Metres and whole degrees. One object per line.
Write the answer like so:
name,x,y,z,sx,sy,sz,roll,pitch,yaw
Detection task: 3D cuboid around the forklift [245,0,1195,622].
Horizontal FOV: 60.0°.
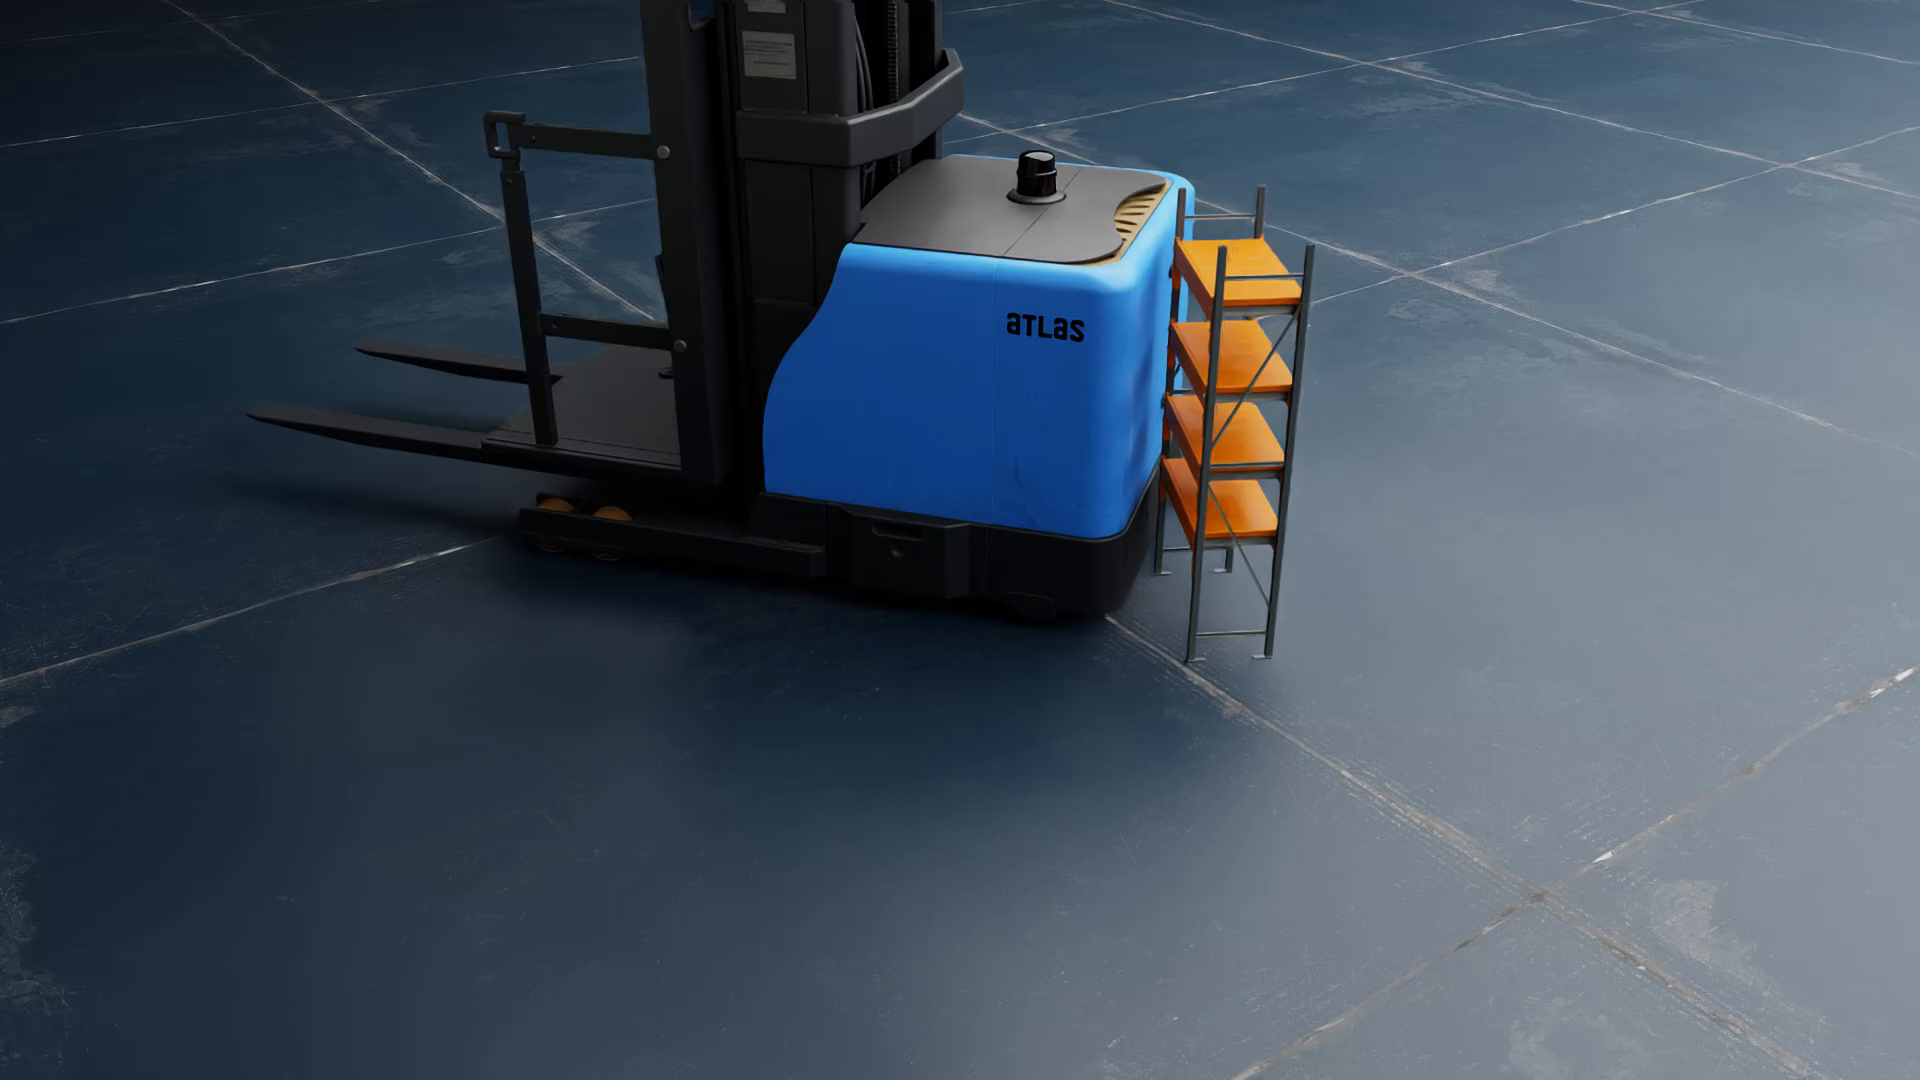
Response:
forklift,-0.849,-1.452,4.853,3.031,2.935,1.130,8,30,15

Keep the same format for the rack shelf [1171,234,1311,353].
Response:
rack shelf,0.730,-0.655,4.376,0.258,0.148,0.480,-2,29,-4

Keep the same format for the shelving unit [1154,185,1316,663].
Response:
shelving unit,0.730,-0.310,4.563,0.258,1.200,0.503,-2,29,-4

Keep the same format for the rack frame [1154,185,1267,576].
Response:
rack frame,0.709,-0.426,4.777,0.240,1.200,0.015,-2,29,-4

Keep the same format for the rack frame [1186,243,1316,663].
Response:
rack frame,0.750,-0.194,4.350,0.240,1.200,0.015,-2,29,-4

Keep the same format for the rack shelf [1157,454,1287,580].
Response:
rack shelf,0.730,-0.076,4.690,0.258,0.148,0.480,-2,29,-4

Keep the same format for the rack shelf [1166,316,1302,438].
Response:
rack shelf,0.730,-0.447,4.489,0.258,0.148,0.480,-2,29,-4

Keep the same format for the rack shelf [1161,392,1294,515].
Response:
rack shelf,0.730,-0.251,4.595,0.258,0.148,0.480,-2,29,-4
